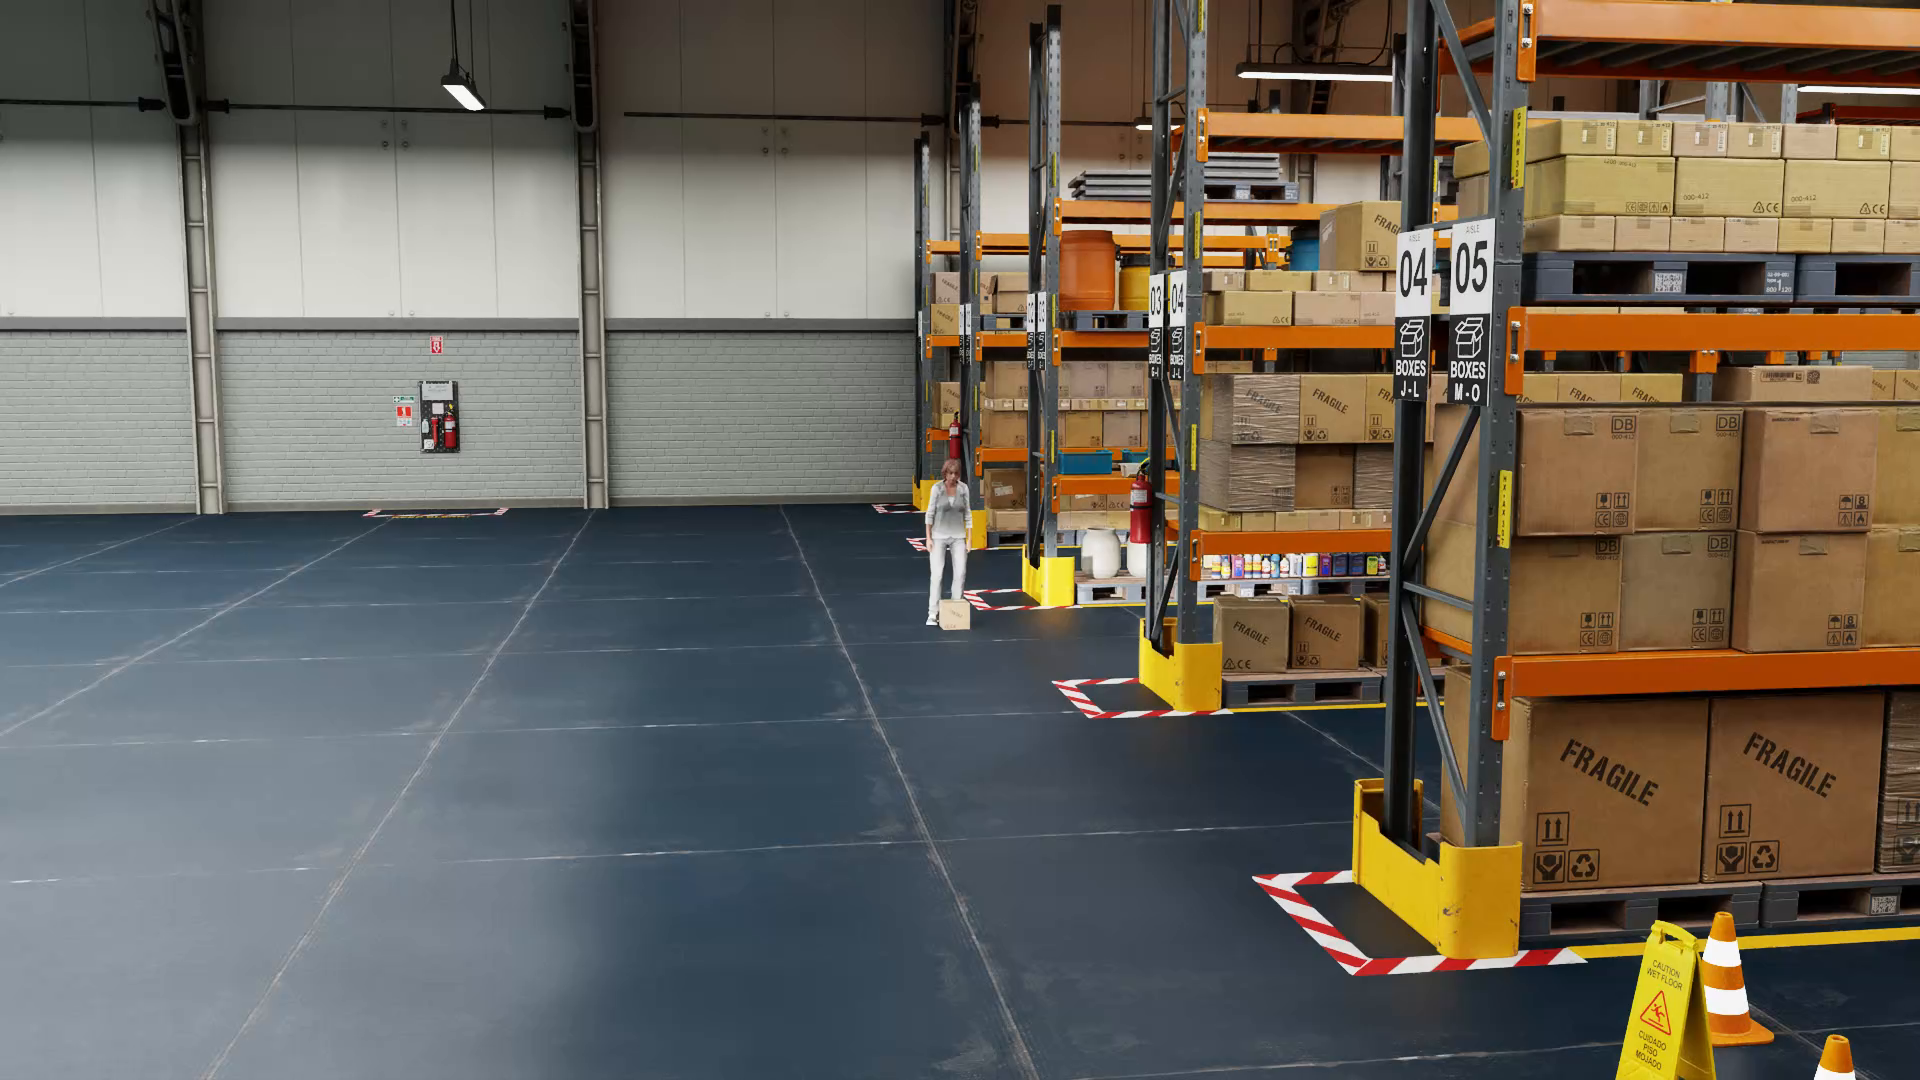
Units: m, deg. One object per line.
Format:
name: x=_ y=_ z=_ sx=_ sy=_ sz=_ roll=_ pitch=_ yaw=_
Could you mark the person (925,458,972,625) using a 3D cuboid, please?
person: x=-0.102 y=0.013 z=15.921 sx=0.460 sy=1.593 sz=0.373 roll=-1 pitch=7 yaw=-10
